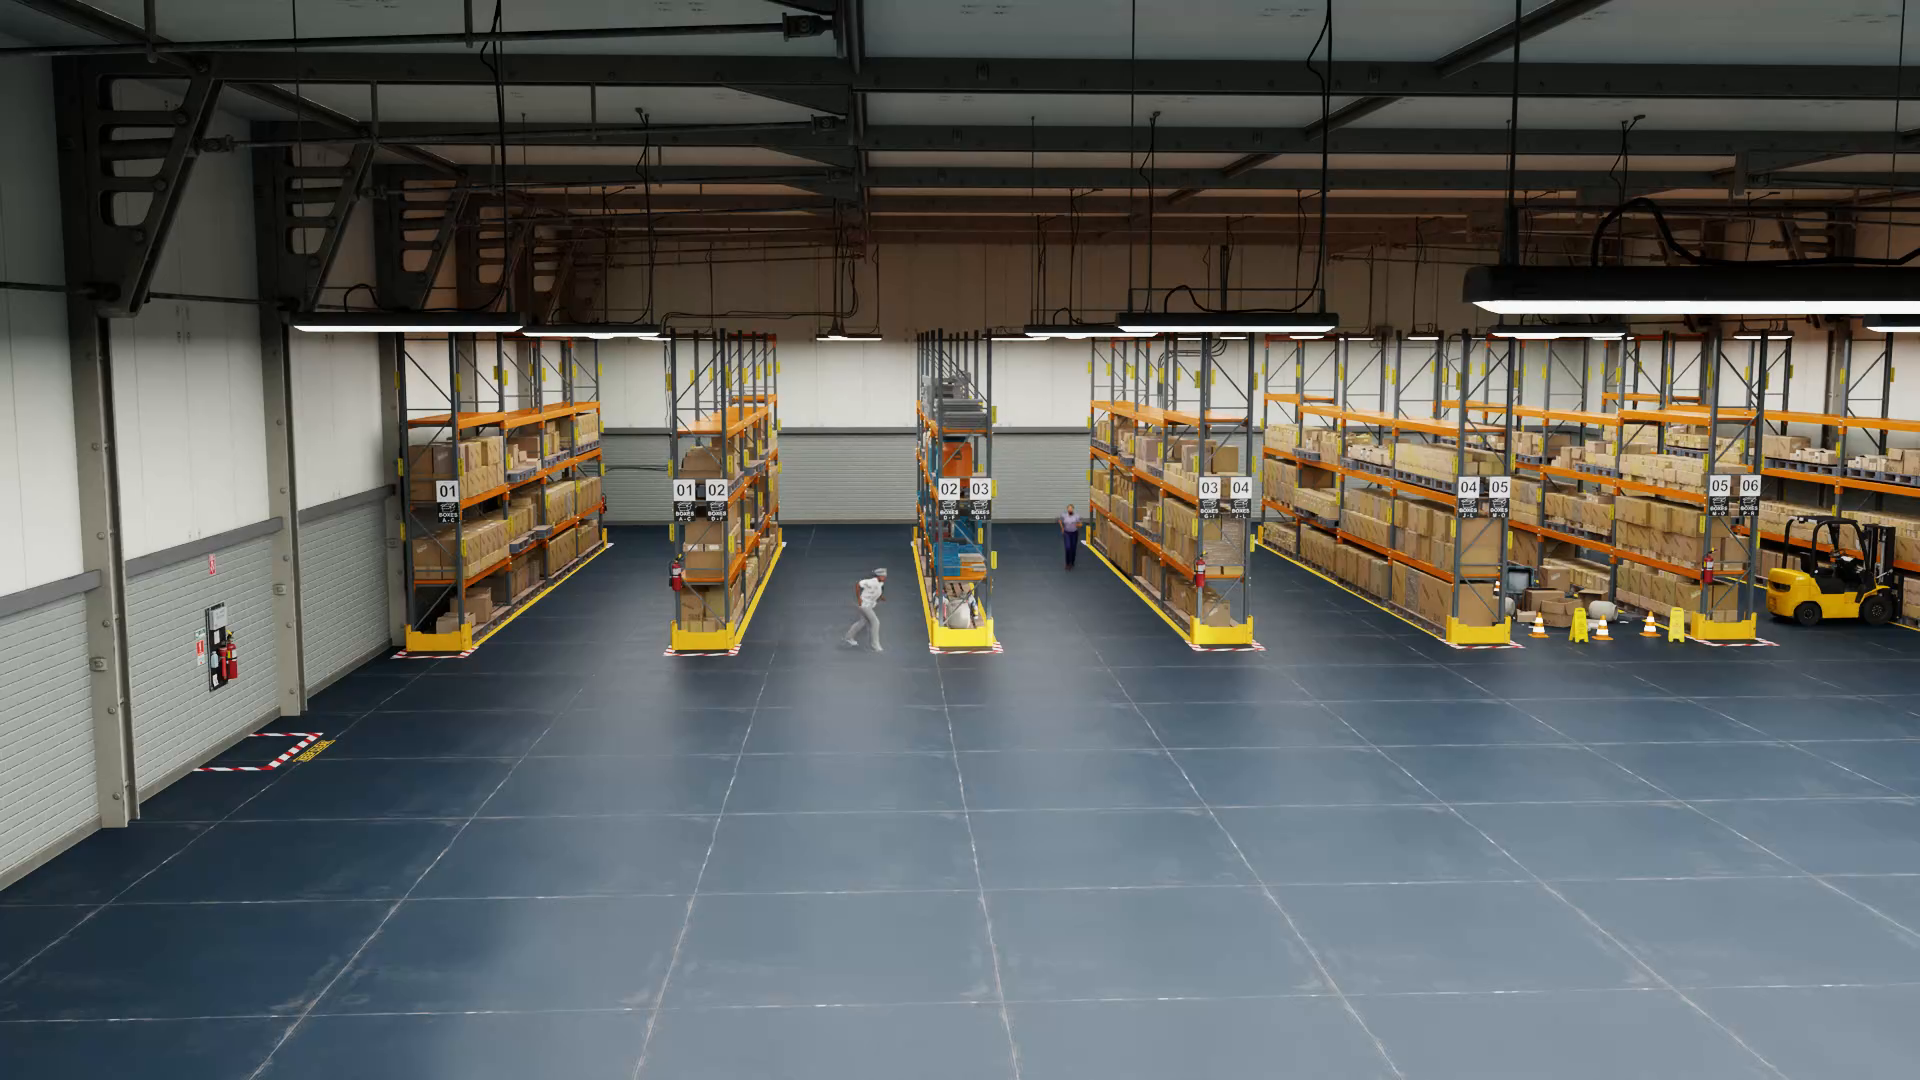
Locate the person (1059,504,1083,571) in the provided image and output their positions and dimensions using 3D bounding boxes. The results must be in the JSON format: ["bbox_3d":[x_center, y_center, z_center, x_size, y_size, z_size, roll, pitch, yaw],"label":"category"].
[{"bbox_3d":[2.826,-0.080,42.320,0.589,1.688,0.745,0,7,-1],"label":"person"}]

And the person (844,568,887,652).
[{"bbox_3d":[-1.784,1.314,31.112,0.968,1.620,0.618,4,8,30],"label":"person"}]

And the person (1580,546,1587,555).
[{"bbox_3d":[16.564,-0.436,44.928,0.703,1.749,1.002,-2,7,-19],"label":"person"}]
